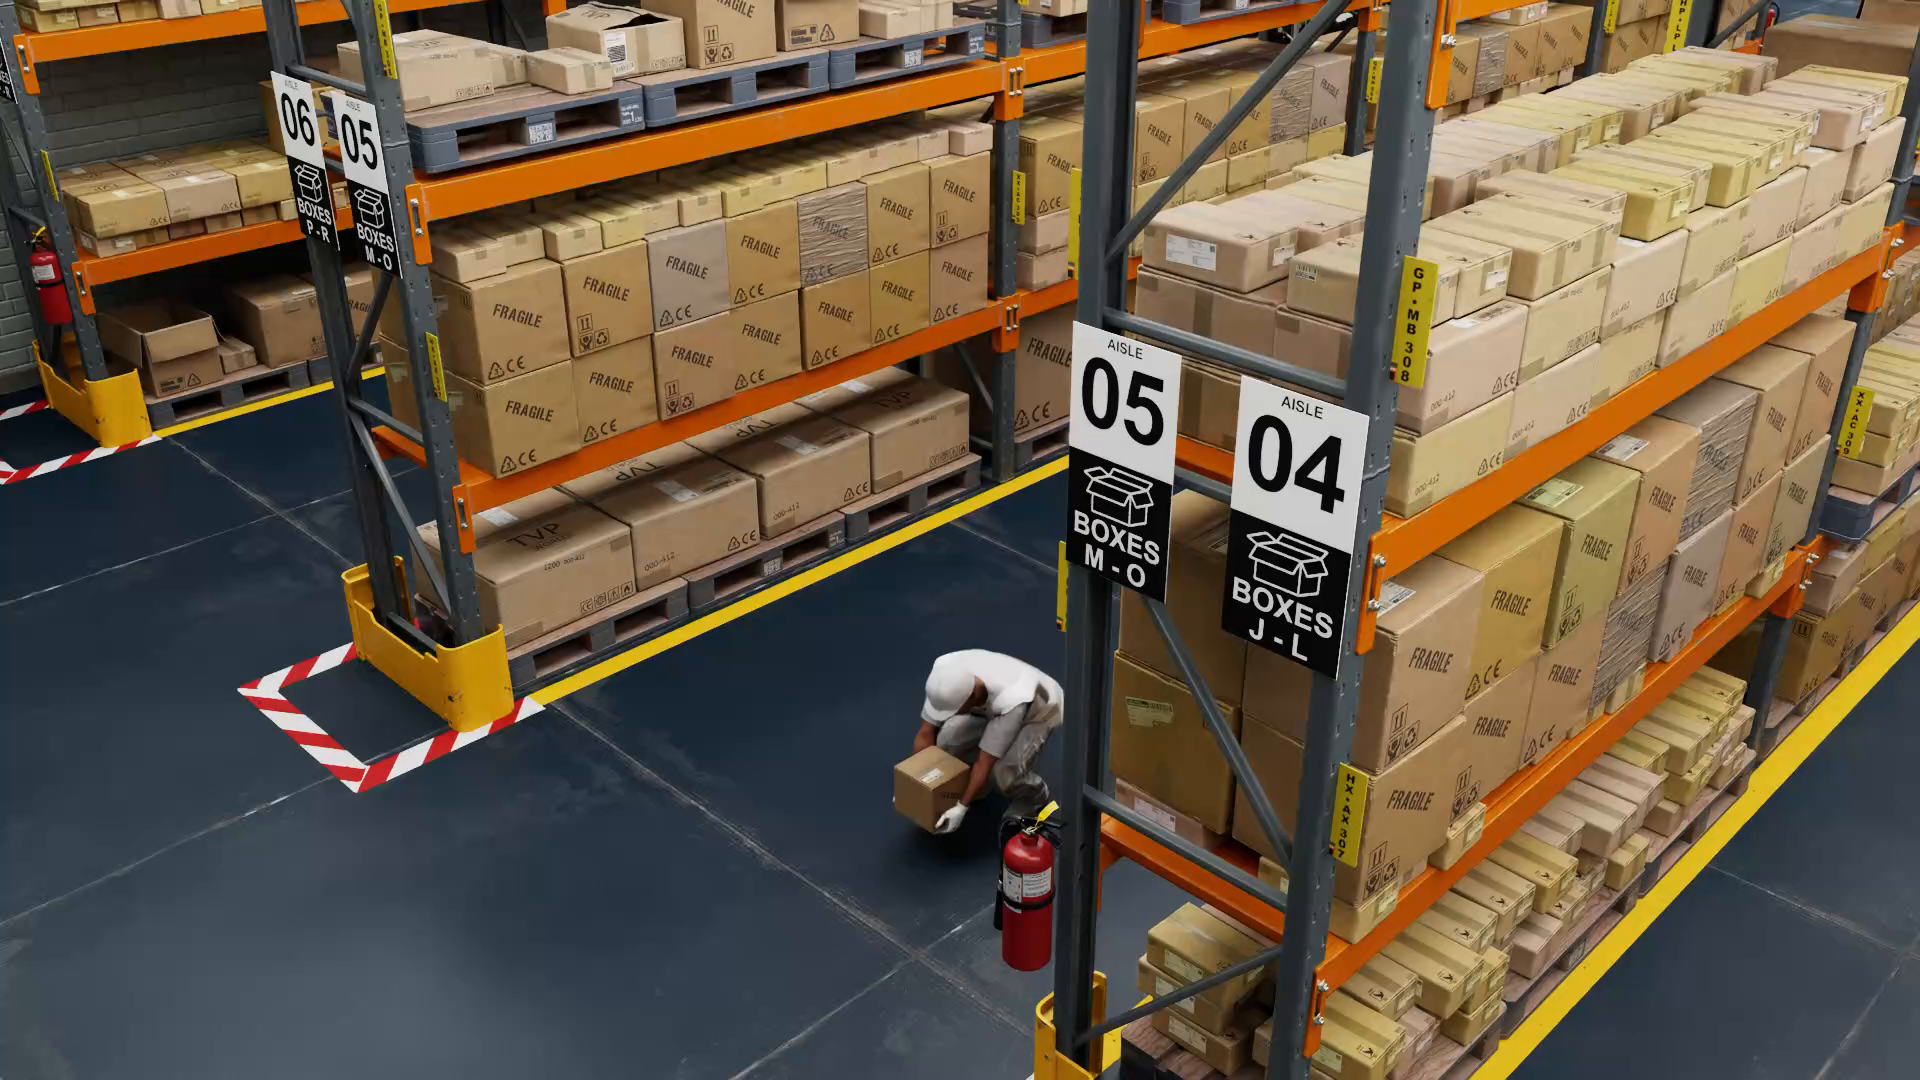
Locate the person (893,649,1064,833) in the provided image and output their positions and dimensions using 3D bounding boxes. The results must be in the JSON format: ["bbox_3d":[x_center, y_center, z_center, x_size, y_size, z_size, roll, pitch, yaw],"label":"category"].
[{"bbox_3d":[0.132,0.885,7.757,0.561,1.000,0.926,24,36,37],"label":"person"}]
